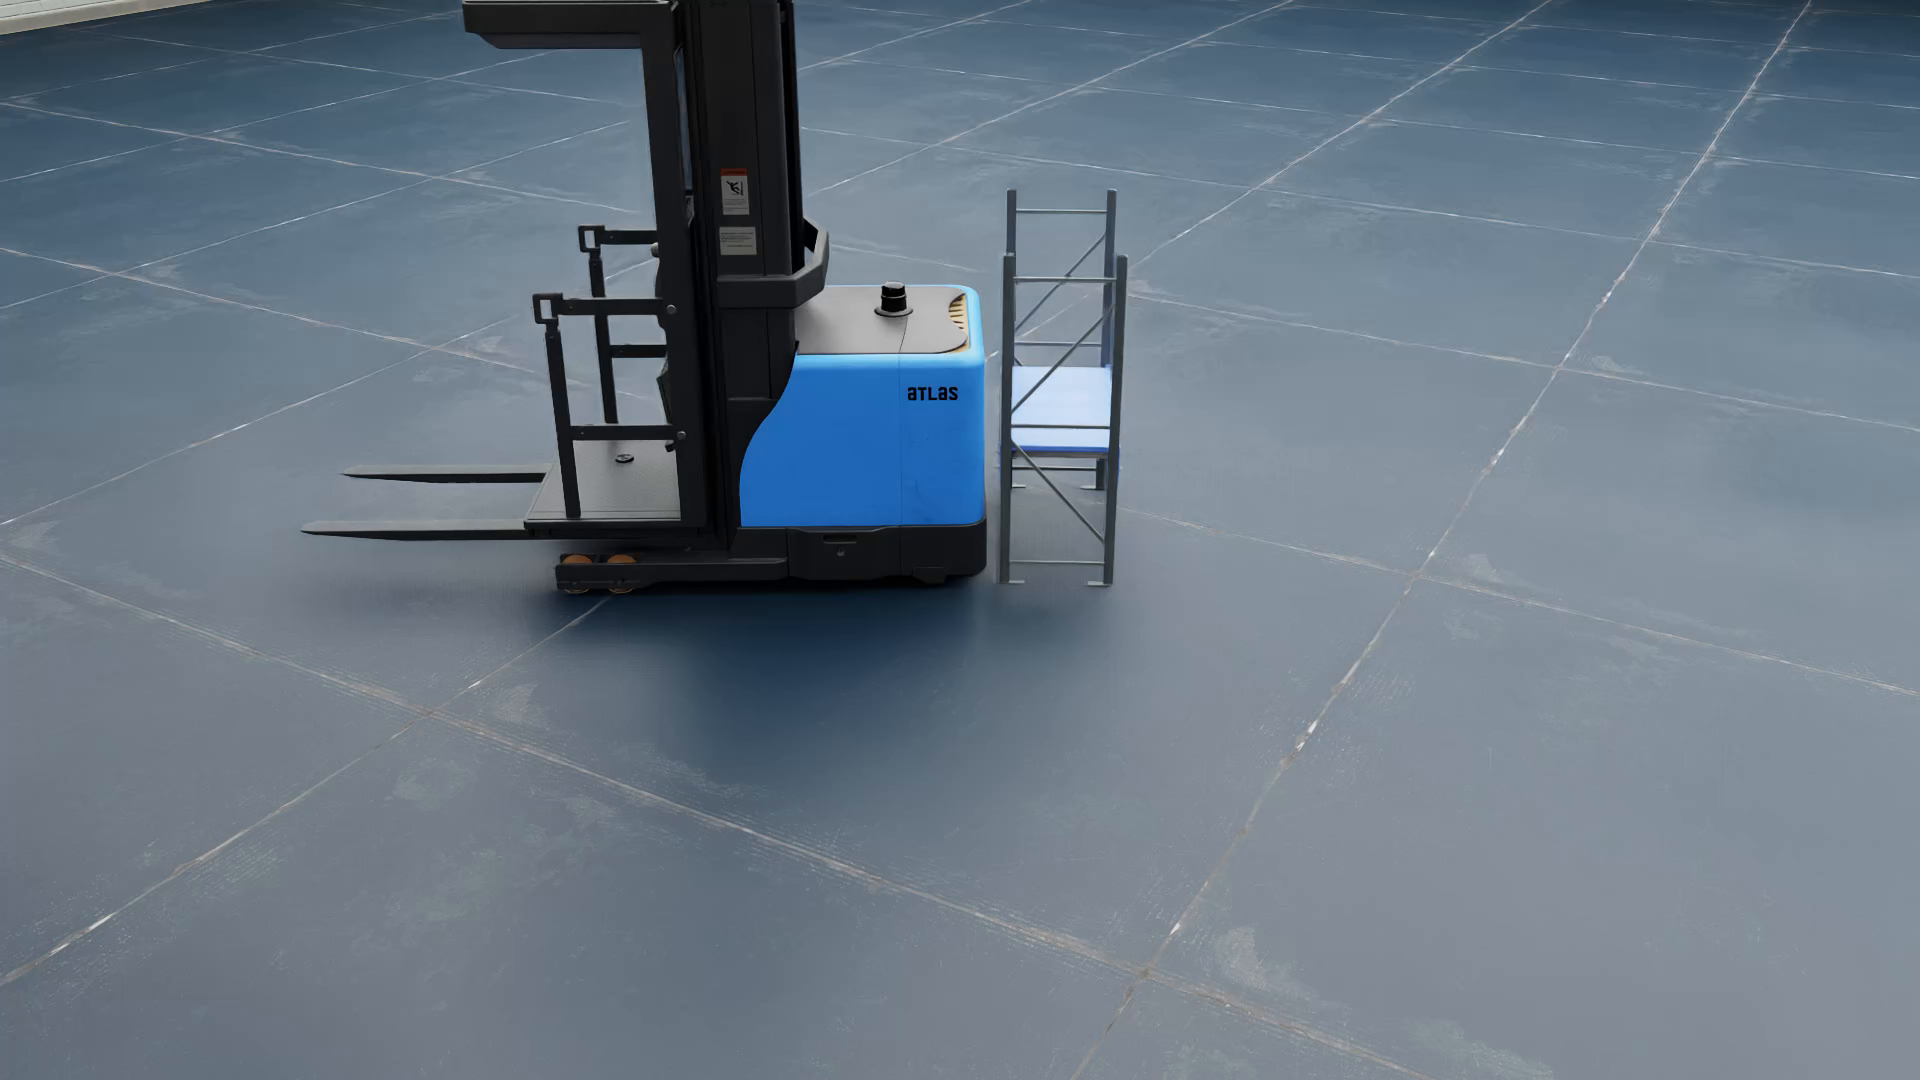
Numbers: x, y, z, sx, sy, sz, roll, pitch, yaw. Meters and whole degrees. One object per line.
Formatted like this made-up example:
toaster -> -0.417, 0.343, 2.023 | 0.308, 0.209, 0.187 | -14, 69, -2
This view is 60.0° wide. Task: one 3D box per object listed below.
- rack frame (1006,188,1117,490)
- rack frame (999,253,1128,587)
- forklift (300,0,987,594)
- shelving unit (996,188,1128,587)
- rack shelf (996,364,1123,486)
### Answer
rack frame -> 0.466, -0.930, 7.932 | 0.500, 1.500, 0.032 | 1, 27, 2
rack frame -> 0.425, -0.475, 7.024 | 0.500, 1.500, 0.032 | 1, 27, 2
forklift -> -1.406, -1.314, 7.101 | 3.031, 2.935, 1.130 | -1, 27, -1
shelving unit -> 0.445, -0.703, 7.478 | 0.538, 1.500, 1.048 | 1, 27, 2
rack shelf -> 0.445, -0.542, 7.559 | 0.538, 0.185, 1.000 | 1, 27, 2
